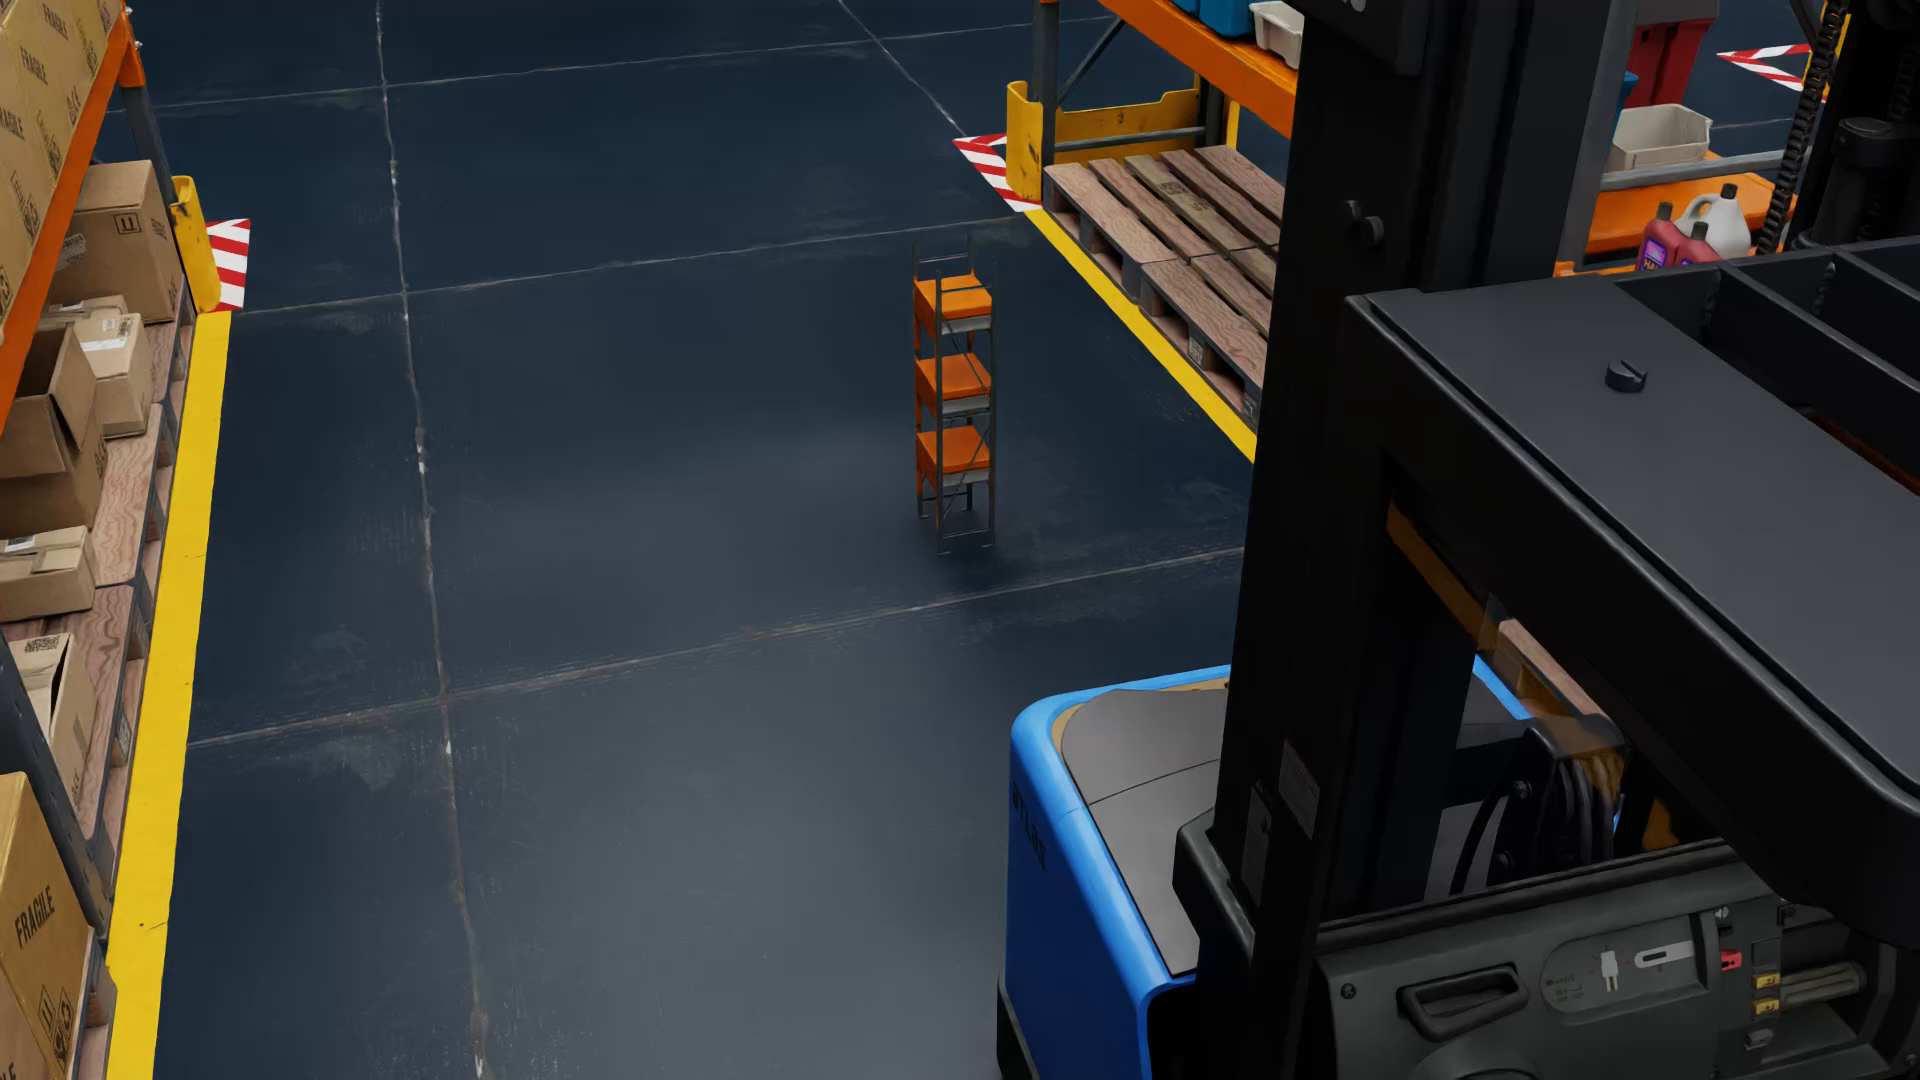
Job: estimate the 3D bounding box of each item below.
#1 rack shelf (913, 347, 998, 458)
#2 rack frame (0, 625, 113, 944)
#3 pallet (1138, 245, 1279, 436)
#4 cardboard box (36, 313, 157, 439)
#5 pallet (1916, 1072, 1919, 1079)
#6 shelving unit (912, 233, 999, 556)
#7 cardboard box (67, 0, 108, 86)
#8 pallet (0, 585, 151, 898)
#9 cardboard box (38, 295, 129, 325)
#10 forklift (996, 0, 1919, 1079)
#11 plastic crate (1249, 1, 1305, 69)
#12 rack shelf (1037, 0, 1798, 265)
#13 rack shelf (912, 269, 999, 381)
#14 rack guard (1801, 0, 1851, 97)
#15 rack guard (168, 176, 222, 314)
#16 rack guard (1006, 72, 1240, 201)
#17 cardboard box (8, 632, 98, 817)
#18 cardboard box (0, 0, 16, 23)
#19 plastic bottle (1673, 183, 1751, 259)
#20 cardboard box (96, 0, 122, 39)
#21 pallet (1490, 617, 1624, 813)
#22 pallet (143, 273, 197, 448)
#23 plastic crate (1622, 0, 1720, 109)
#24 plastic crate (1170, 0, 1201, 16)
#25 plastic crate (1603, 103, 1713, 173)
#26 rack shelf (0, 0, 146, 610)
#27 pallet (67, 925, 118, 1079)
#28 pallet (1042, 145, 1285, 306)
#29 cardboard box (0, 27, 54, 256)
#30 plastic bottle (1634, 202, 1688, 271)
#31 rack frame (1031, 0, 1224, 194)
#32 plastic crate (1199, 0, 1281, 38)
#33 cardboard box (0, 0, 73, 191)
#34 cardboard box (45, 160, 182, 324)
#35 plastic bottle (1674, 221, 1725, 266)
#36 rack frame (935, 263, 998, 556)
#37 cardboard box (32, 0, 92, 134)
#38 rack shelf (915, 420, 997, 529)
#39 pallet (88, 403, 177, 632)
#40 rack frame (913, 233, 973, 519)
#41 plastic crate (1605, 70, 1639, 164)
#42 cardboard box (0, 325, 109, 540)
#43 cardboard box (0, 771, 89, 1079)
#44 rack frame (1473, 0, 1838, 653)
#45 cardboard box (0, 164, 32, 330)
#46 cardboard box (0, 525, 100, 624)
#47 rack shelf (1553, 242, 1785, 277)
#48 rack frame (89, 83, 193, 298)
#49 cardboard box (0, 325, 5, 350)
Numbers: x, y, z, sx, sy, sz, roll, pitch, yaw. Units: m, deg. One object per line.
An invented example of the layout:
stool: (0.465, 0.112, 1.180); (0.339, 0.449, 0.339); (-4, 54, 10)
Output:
rack shelf: (-0.016, -0.457, 5.509); (0.215, 0.259, 0.240); (-10, 35, -15)
rack frame: (-2.652, -0.182, 3.305); (1.000, 3.000, 0.127); (-10, 35, -15)
pallet: (1.429, -0.871, 6.877); (1.003, 0.211, 1.213); (-10, 35, -15)
cardboard box: (-3.211, -0.571, 5.988); (0.500, 0.250, 0.500); (-10, 35, -15)
pallet: (2.638, 1.204, 3.737); (1.003, 0.211, 1.213); (-10, 35, -15)
shelving unit: (-0.016, -0.466, 5.503); (0.215, 1.050, 0.252); (-10, 35, -15)
cardboard box: (-3.315, -1.863, 5.758); (0.500, 0.500, 0.500); (-10, 35, -14)
pallet: (-2.861, 0.621, 4.620); (1.003, 0.211, 1.213); (-10, 35, -15)
cardboard box: (-3.434, -0.812, 6.429); (0.380, 0.166, 0.250); (-10, 35, -15)
forklift: (0.970, 0.706, 2.023); (1.130, 2.935, 3.031); (-9, 34, -13)
plastic crate: (1.249, -1.792, 5.926); (0.293, 0.136, 0.466); (-10, 35, -15)
rack shelf: (1.456, -1.763, 6.350); (1.077, 0.370, 4.000); (-10, 35, -15)
rack shelf: (-0.016, -0.694, 5.352); (0.215, 0.259, 0.240); (-10, 35, -15)
rack guard: (5.556, -2.916, 9.709); (1.175, 0.500, 0.348); (-10, 35, -15)
rack guard: (-3.849, -1.200, 7.112); (1.175, 0.500, 0.348); (-10, 35, -15)
rack guard: (0.826, -2.081, 8.446); (1.175, 0.500, 0.348); (-10, 35, -15)
cardboard box: (-2.574, 0.499, 4.313); (0.500, 0.311, 0.500); (-10, 35, -15)
cardboard box: (-3.001, -1.748, 4.676); (0.500, 0.500, 0.500); (-9, 34, -13)
plastic bottle: (1.877, -0.732, 4.182); (0.144, 0.351, 0.185); (-10, 35, -15)
cardboard box: (-3.476, -2.135, 6.169); (0.500, 0.500, 0.500); (-9, 35, -13)
pallet: (2.262, 0.562, 4.708); (1.003, 0.211, 1.213); (-10, 35, -15)
pallet: (-3.605, -0.661, 6.558); (1.003, 0.211, 1.213); (-10, 35, -15)
plastic crate: (2.033, -1.576, 5.302); (0.402, 0.464, 0.583); (-10, 35, -15)
plastic crate: (1.010, -2.192, 6.444); (0.416, 0.233, 0.300); (-10, 35, -15)
plastic crate: (2.060, -1.197, 5.025); (0.396, 0.136, 0.243); (-10, 35, -15)
rack shelf: (-3.262, -0.932, 5.092); (1.077, 0.370, 4.000); (-10, 35, -15)
pallet: (-2.368, 1.402, 3.437); (1.003, 0.211, 1.213); (-10, 35, -15)
pallet: (1.061, -1.510, 7.844); (1.003, 0.211, 1.213); (-10, 35, -15)
cardboard box: (-2.858, -1.069, 4.556); (0.500, 0.500, 0.500); (-10, 35, -15)
plastic bottle: (1.772, -0.700, 4.195); (0.061, 0.283, 0.133); (-10, 35, -15)
rack frame: (0.846, -3.113, 7.741); (1.000, 3.000, 0.127); (-10, 35, -15)
plastic crate: (1.101, -2.035, 6.206); (0.416, 0.233, 0.300); (-10, 35, -15)
cardboard box: (-3.014, -1.335, 4.959); (0.500, 0.500, 0.500); (-10, 35, -15)
cardboard box: (-3.472, -1.179, 6.682); (0.500, 0.500, 0.500); (-10, 35, -15)
plastic bottle: (1.813, -0.630, 4.089); (0.061, 0.283, 0.133); (-10, 35, -15)
rack frame: (0.021, -0.402, 5.406); (0.200, 1.050, 0.008); (-10, 35, -15)
cardboard box: (-3.168, -1.600, 5.360); (0.500, 0.500, 0.500); (-10, 35, -14)
rack shelf: (-0.016, -0.225, 5.662); (0.215, 0.259, 0.240); (-10, 35, -15)
pallet: (-3.237, -0.021, 5.591); (1.003, 0.211, 1.213); (-10, 35, -15)
rack frame: (-0.054, -0.530, 5.600); (0.200, 1.050, 0.008); (-10, 35, -15)
plastic crate: (1.599, -1.219, 4.835); (0.392, 0.384, 0.575); (-10, 35, -15)
cardboard box: (-3.230, -0.310, 5.363); (0.797, 0.503, 0.637); (-10, 35, -15)
cardboard box: (-2.229, 0.888, 3.554); (0.500, 0.500, 0.500); (-10, 35, -15)
rack frame: (2.066, -1.013, 4.563); (1.000, 3.000, 0.127); (-10, 35, -15)
cardboard box: (-2.707, -0.806, 4.158); (0.500, 0.500, 0.500); (-9, 35, -14)
cardboard box: (-2.848, 0.107, 5.038); (0.380, 0.166, 0.250); (-10, 35, -15)
rack shelf: (2.676, 0.337, 3.172); (1.077, 0.370, 4.000); (-10, 35, -15)
rack frame: (-3.872, -2.282, 6.483); (1.000, 3.000, 0.127); (-10, 35, -15)
cardboard box: (-2.548, -0.537, 3.752); (0.500, 0.500, 0.500); (-9, 35, -13)
